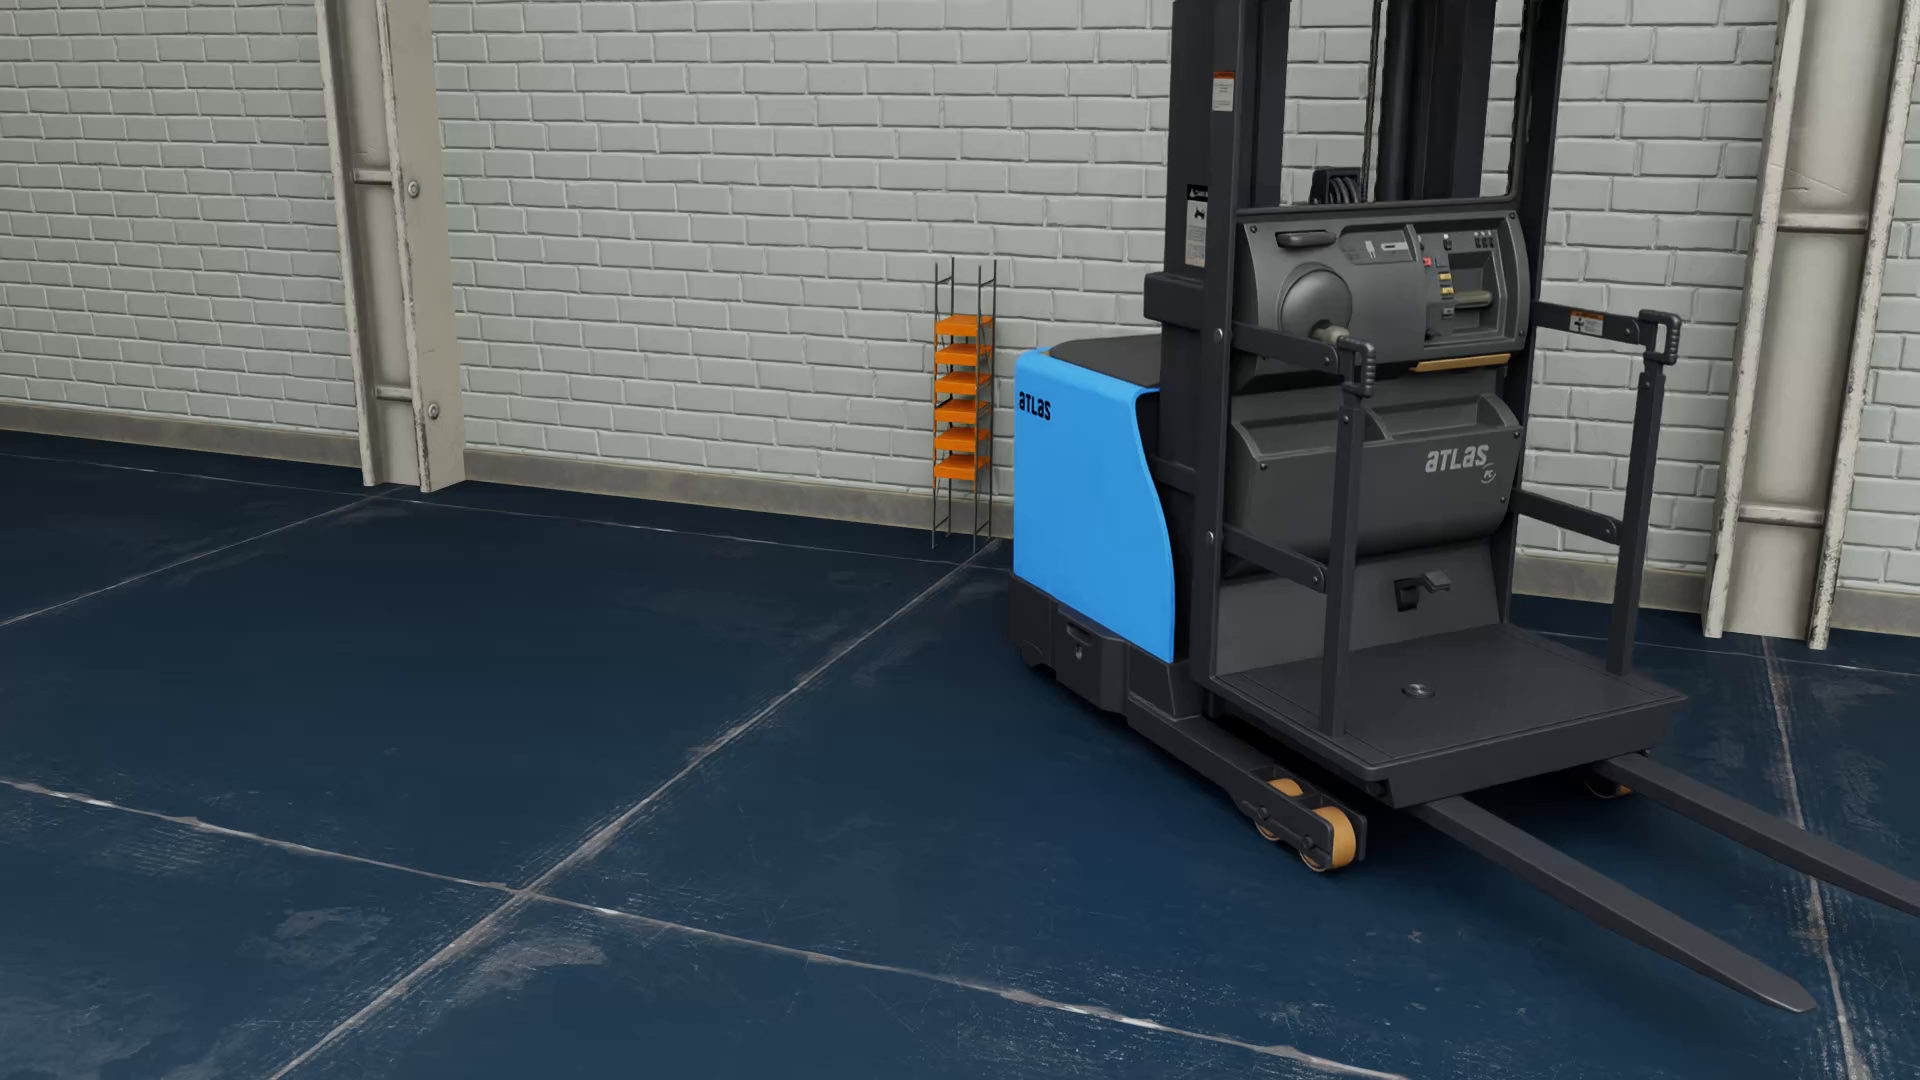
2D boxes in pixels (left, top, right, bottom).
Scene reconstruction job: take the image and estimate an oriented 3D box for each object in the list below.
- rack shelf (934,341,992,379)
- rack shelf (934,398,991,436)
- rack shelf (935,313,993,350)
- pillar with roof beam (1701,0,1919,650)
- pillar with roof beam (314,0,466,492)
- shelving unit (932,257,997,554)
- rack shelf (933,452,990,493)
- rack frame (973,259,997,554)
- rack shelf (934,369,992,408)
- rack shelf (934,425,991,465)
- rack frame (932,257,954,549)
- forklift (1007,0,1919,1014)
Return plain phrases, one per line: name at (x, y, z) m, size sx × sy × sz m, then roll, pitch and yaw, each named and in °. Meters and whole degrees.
rack shelf at (0.019, -0.746, 6.884) m, size 0.180 × 0.103 × 0.258 m, roll 6°, pitch 17°, yaw 17°
rack shelf at (0.016, -0.517, 6.953) m, size 0.180 × 0.103 × 0.258 m, roll 6°, pitch 17°, yaw 17°
rack shelf at (0.021, -0.861, 6.849) m, size 0.180 × 0.103 × 0.258 m, roll 6°, pitch 17°, yaw 17°
pillar with roof beam at (1.335, -2.878, 0.947) m, size 0.400 × 9.000 × 9.100 m, roll 6°, pitch 17°, yaw 21°
pillar with roof beam at (-4.246, -3.492, 3.061) m, size 0.400 × 9.000 × 9.100 m, roll 6°, pitch 17°, yaw 21°
shelving unit at (0.017, -0.559, 6.940) m, size 0.189 × 1.200 × 0.258 m, roll 6°, pitch 17°, yaw 17°
rack shelf at (0.013, -0.287, 7.022) m, size 0.180 × 0.103 × 0.258 m, roll 6°, pitch 17°, yaw 17°
rack frame at (0.104, -0.550, 6.914) m, size 0.006 × 1.200 × 0.240 m, roll 6°, pitch 17°, yaw 17°
rack shelf at (0.018, -0.632, 6.919) m, size 0.180 × 0.103 × 0.258 m, roll 6°, pitch 17°, yaw 17°
rack shelf at (0.014, -0.402, 6.988) m, size 0.180 × 0.103 × 0.258 m, roll 6°, pitch 17°, yaw 17°
rack frame at (-0.071, -0.568, 6.966) m, size 0.006 × 1.200 × 0.240 m, roll 6°, pitch 17°, yaw 17°
forklift at (1.262, -0.698, 4.322) m, size 1.130 × 2.935 × 3.031 m, roll -8°, pitch 18°, yaw -25°
